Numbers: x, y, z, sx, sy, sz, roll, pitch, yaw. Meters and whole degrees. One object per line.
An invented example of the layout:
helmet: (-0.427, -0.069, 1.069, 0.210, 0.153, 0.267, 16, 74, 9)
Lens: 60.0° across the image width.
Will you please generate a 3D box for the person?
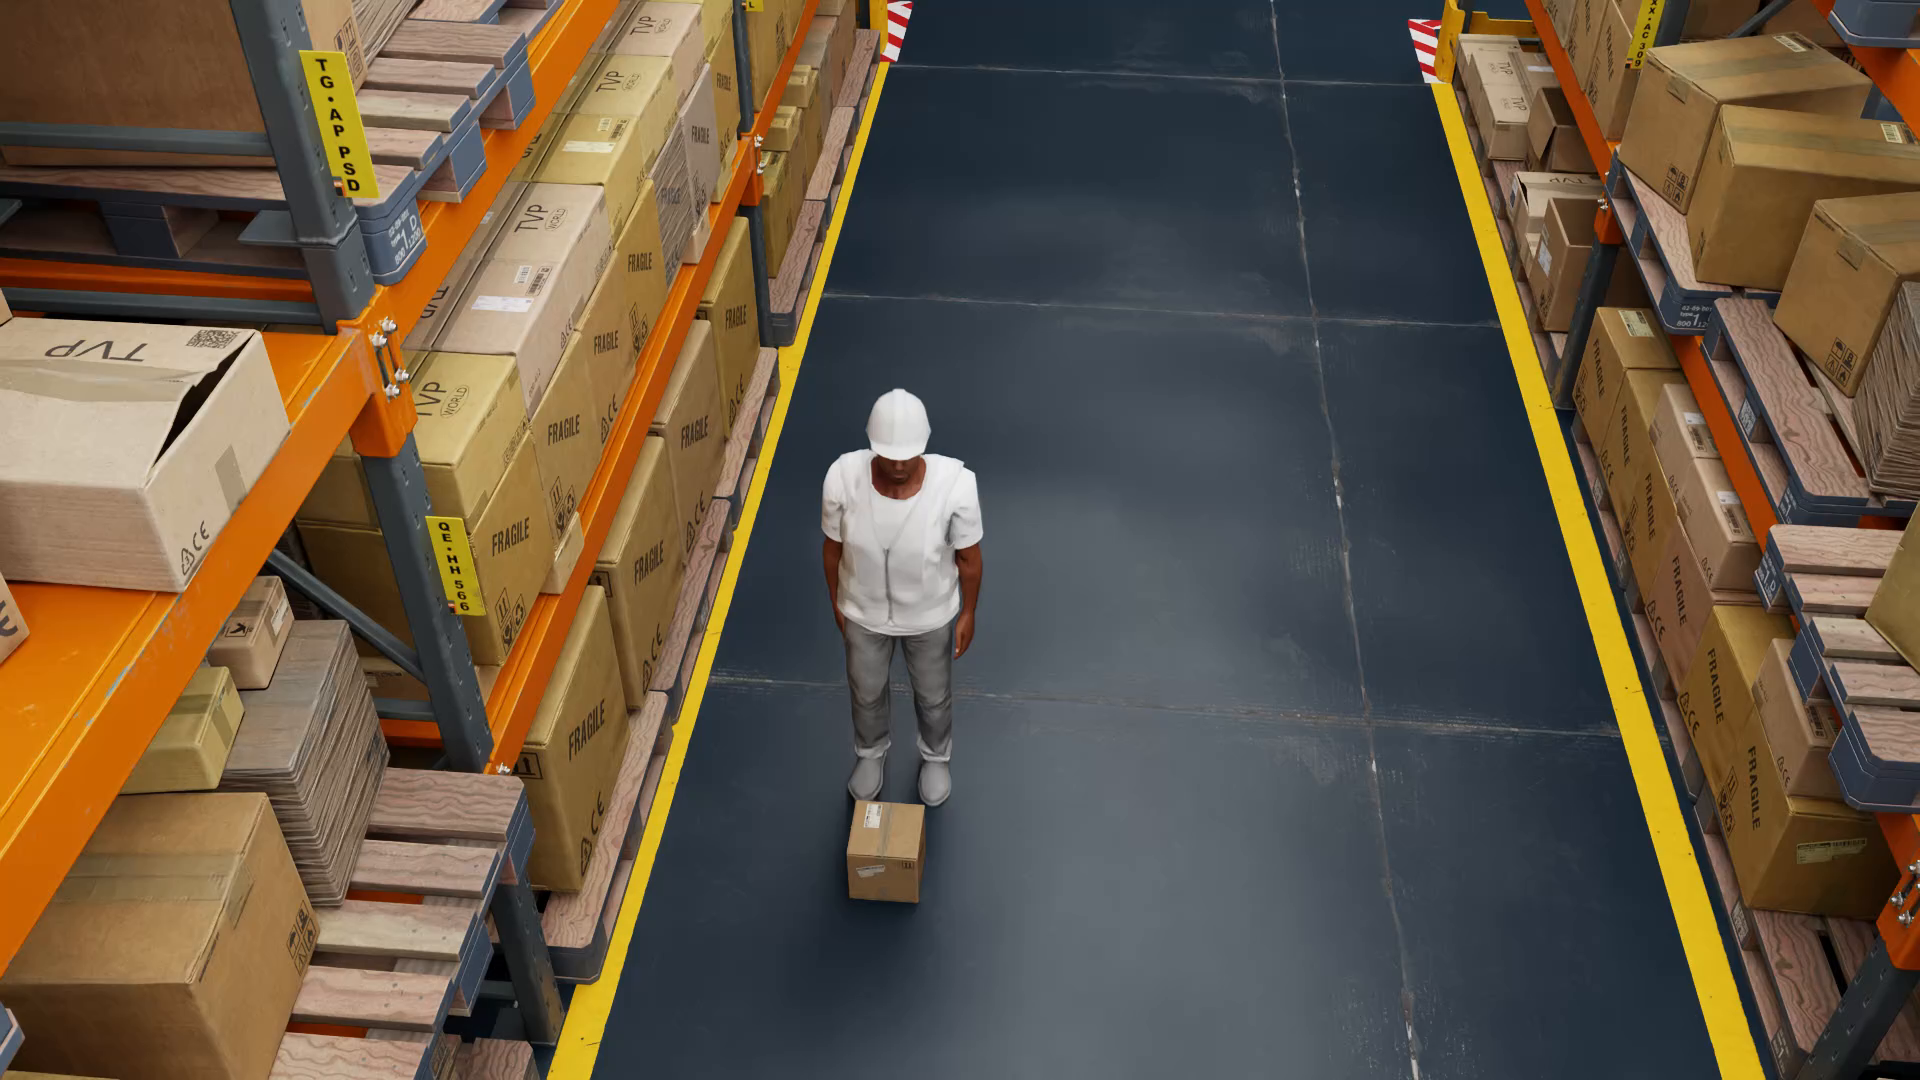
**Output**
person: (-0.204, 0.236, 5.862, 0.562, 1.764, 0.365, 5, 40, 6)
